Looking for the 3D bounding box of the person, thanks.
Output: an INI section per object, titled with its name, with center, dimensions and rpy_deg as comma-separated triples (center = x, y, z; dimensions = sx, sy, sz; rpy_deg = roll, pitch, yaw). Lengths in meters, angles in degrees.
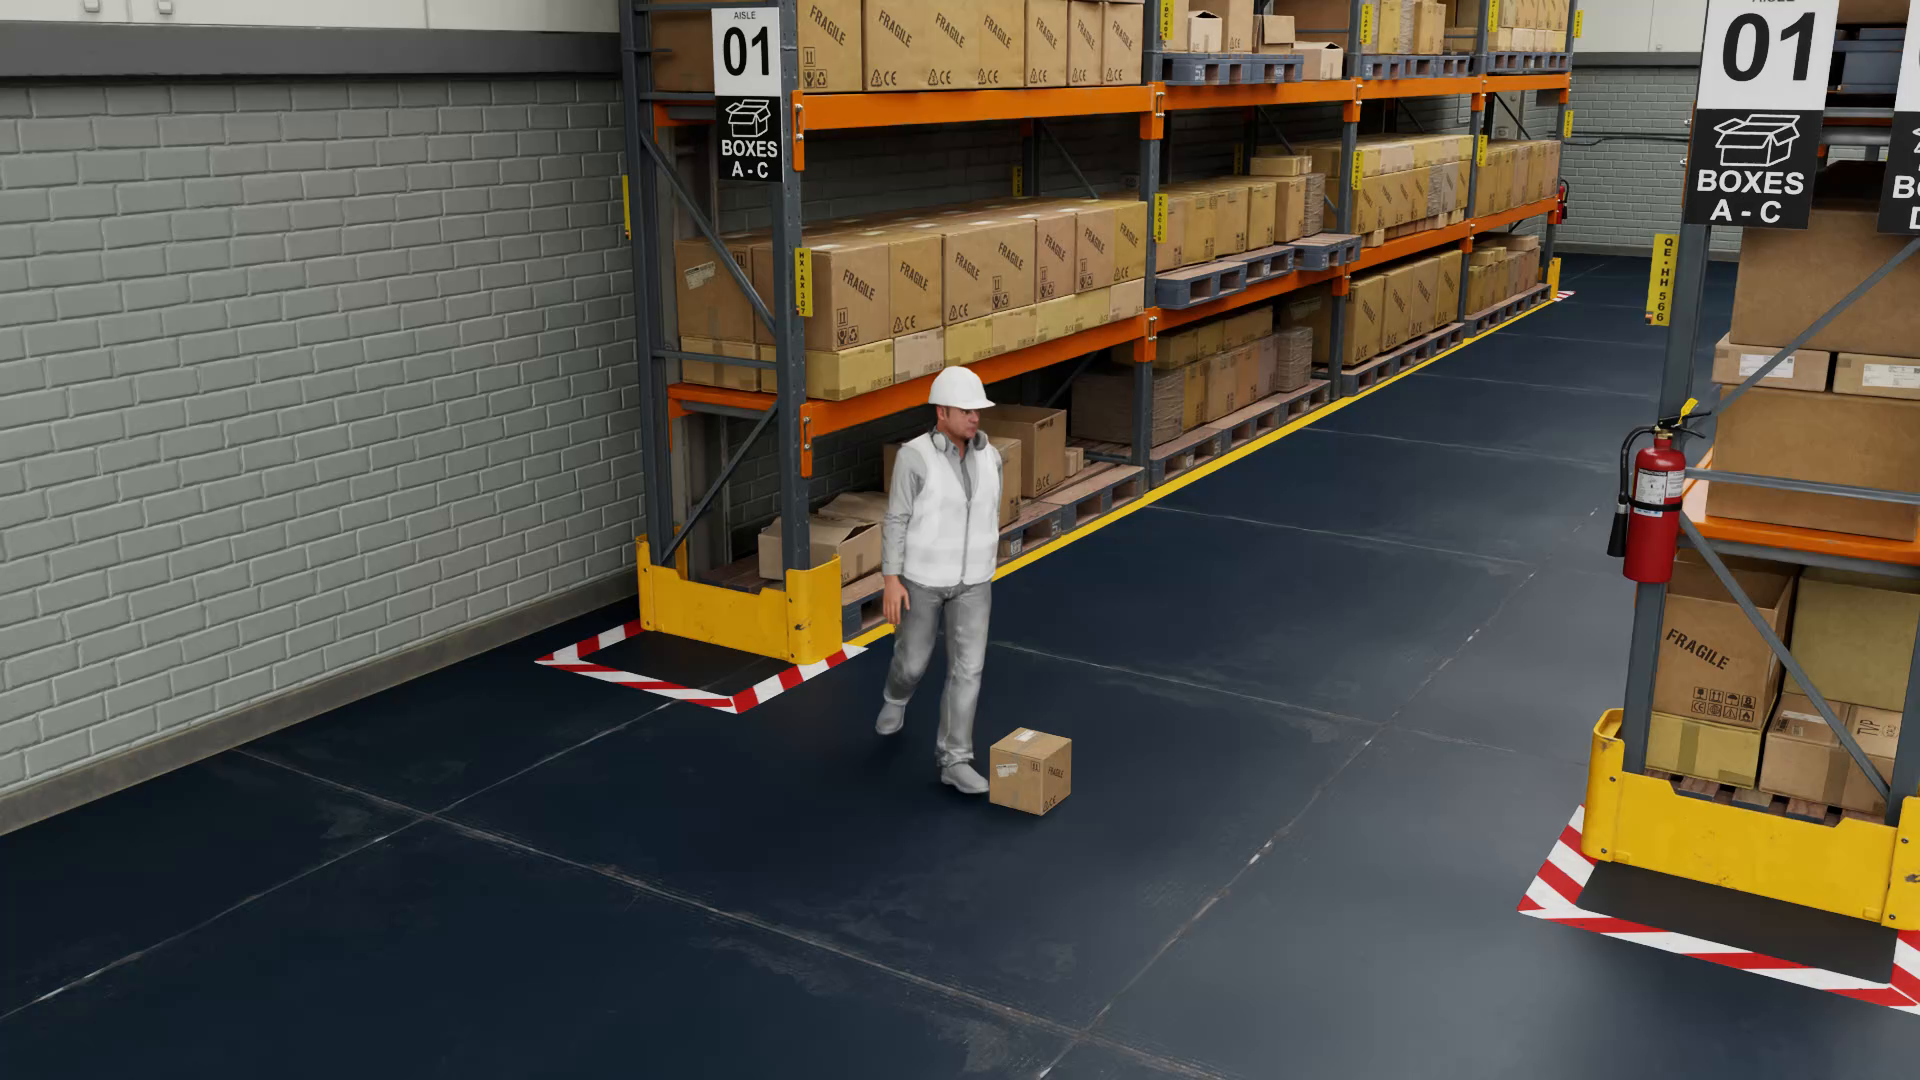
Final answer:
[person]
center = -0.096, 0.137, 7.023
dimensions = 0.613, 1.760, 0.871
rpy_deg = -8, 18, -25
